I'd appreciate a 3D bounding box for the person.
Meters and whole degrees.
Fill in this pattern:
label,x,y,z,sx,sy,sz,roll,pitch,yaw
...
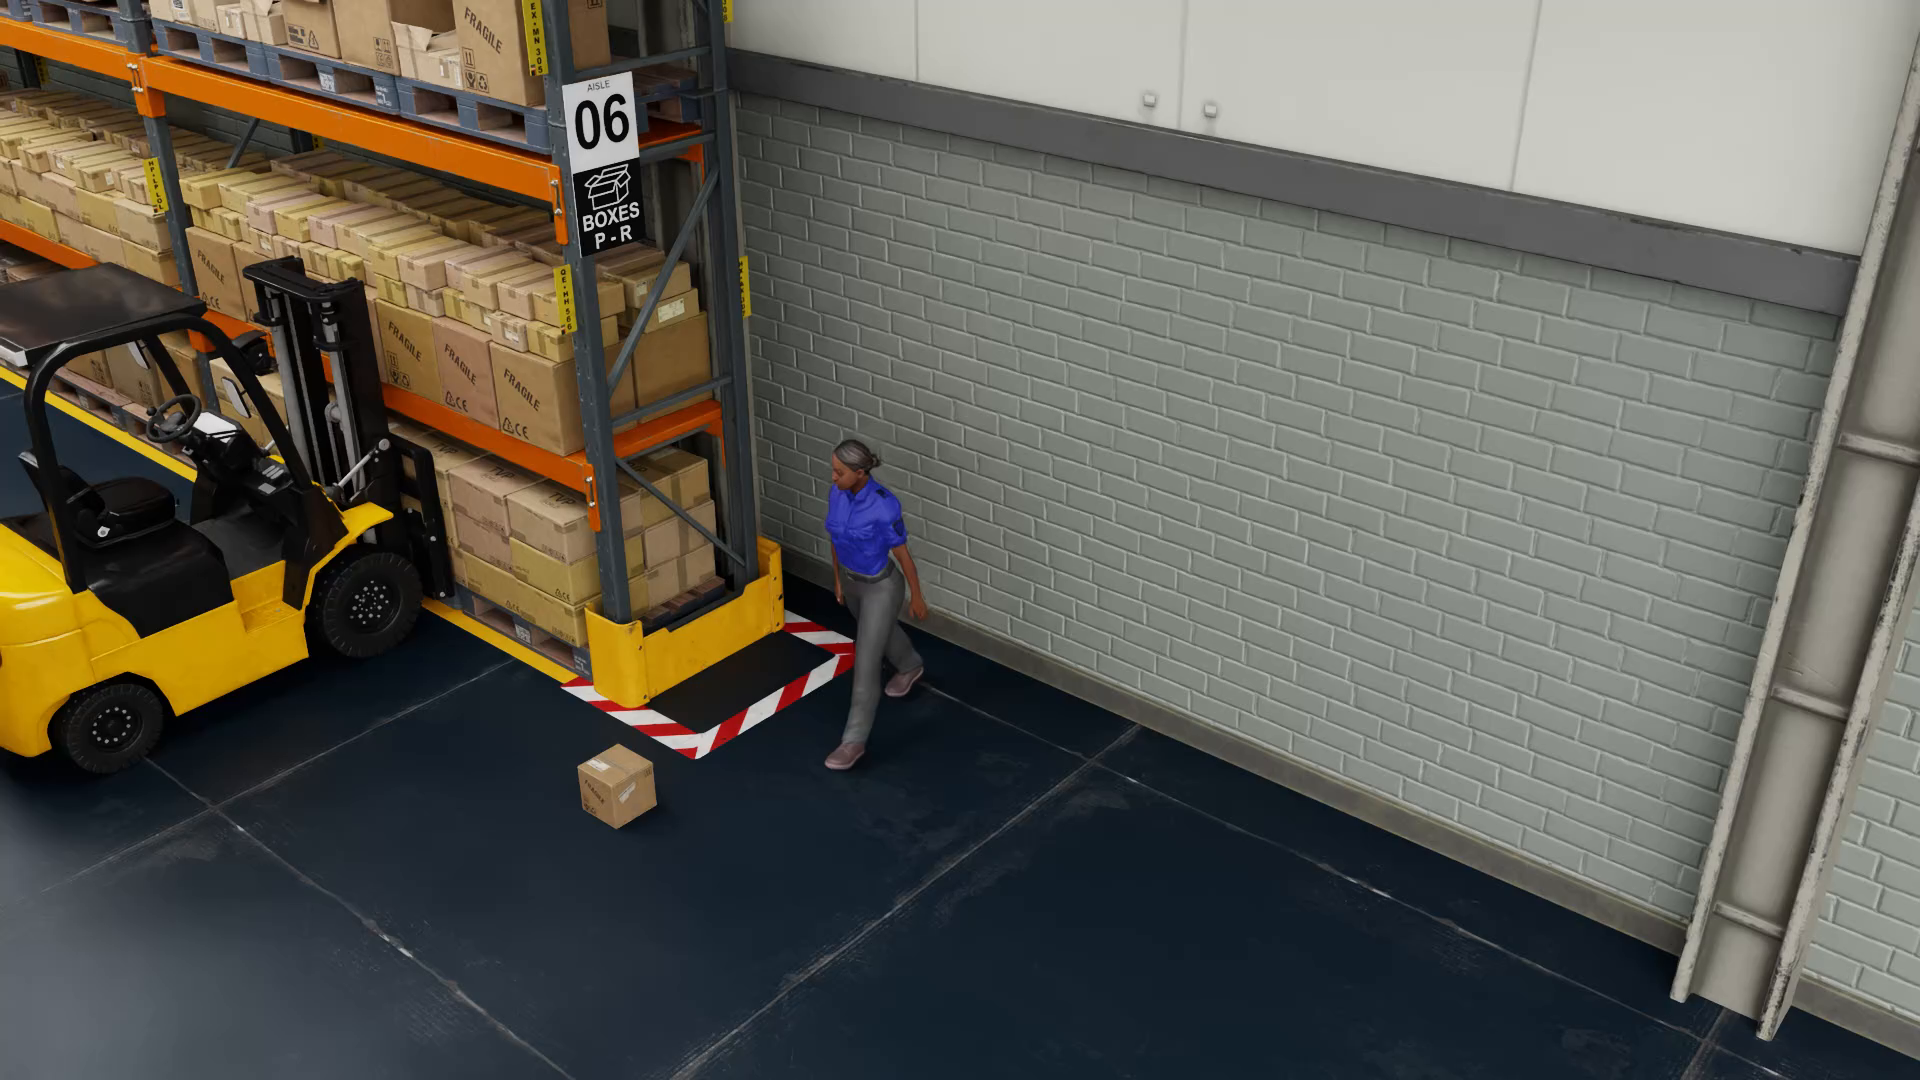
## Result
label,x,y,z,sx,sy,sz,roll,pitch,yaw
person,-0.449,0.233,8.189,0.520,1.605,0.969,23,36,37
